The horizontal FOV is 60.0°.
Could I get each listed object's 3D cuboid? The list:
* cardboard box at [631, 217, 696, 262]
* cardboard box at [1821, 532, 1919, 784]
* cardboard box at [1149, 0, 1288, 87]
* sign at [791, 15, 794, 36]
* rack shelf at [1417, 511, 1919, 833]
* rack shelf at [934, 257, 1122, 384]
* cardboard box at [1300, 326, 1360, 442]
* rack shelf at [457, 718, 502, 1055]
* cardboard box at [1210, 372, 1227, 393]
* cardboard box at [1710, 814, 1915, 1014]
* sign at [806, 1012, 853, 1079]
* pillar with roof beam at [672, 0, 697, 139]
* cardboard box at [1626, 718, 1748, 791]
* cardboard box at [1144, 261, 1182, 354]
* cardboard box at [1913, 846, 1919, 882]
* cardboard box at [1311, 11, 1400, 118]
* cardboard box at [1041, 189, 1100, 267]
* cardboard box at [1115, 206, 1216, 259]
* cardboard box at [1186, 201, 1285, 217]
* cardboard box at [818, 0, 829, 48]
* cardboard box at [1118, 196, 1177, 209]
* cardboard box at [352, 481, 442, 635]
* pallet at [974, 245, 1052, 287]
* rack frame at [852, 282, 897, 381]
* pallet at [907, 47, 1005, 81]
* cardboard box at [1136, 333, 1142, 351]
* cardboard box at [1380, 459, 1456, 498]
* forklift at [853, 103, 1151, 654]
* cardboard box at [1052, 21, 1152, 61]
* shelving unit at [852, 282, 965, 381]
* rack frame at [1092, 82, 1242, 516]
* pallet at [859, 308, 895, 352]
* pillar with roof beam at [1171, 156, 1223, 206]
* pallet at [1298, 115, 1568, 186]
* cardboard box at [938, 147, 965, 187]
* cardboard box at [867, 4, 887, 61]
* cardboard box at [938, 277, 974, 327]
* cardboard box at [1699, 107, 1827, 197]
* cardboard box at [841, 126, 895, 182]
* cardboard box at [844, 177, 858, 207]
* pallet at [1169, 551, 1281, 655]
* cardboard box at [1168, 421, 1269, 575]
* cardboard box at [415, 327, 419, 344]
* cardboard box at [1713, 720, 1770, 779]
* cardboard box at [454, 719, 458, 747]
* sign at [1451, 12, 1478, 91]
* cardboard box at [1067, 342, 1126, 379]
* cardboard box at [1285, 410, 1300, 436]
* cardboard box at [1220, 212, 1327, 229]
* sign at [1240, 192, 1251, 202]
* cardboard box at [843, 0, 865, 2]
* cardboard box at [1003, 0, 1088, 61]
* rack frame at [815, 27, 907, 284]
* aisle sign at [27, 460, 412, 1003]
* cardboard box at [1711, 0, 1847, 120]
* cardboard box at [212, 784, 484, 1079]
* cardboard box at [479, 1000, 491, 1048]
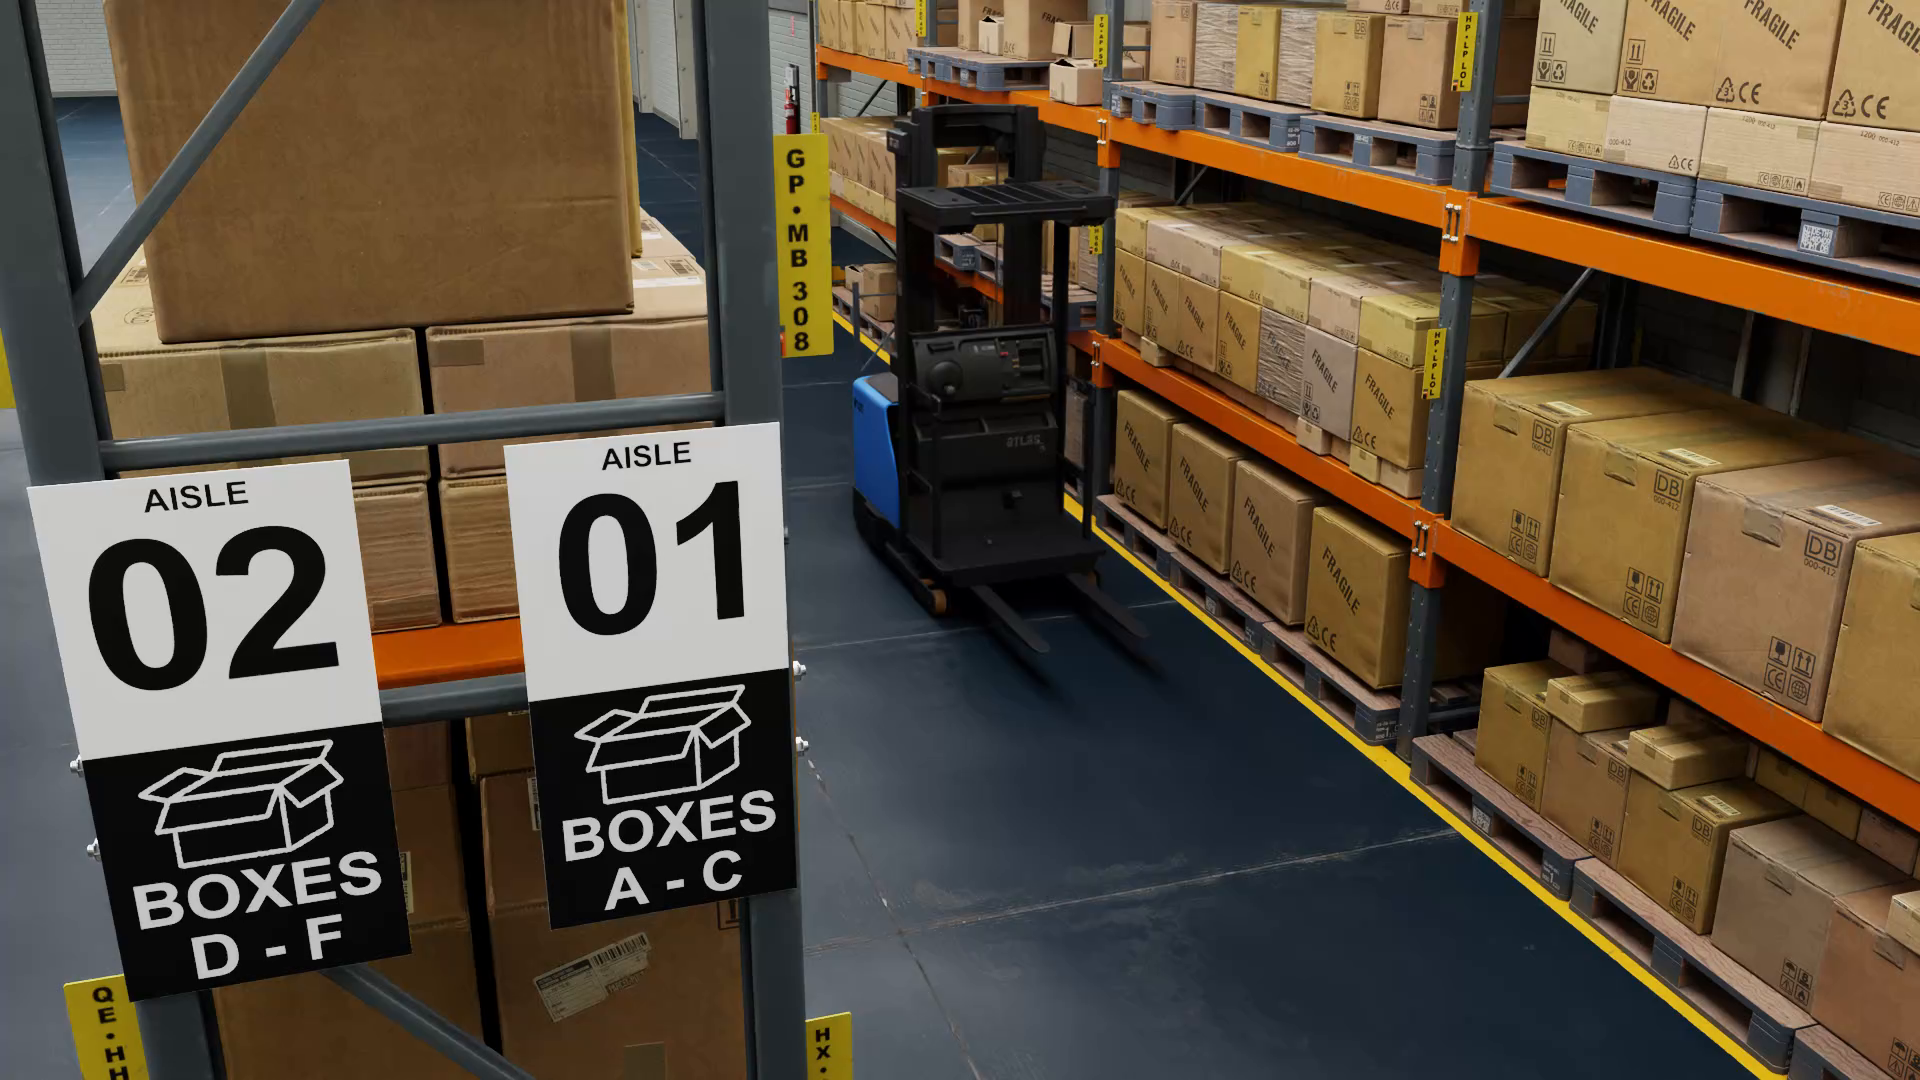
[{"bbox_3d":[-0.819,-0.479,3.358,0.500,0.250,0.500,-6,21,-17],"label":"cardboard box"},{"bbox_3d":[3.538,0.387,5.457,0.980,0.700,0.700,-7,21,-18],"label":"cardboard box"},{"bbox_3d":[1.637,-3.163,10.549,0.700,0.500,0.500,-8,21,-21],"label":"cardboard box"},{"bbox_3d":[-2.575,-7.905,25.558,0.001,0.298,0.199,-6,21,-17],"label":"sign"},{"bbox_3d":[3.319,0.620,6.317,1.077,0.370,4.000,-6,21,-17],"label":"rack shelf"},{"bbox_3d":[0.804,-1.947,13.464,1.077,0.370,4.000,-6,21,-17],"label":"rack shelf"},{"bbox_3d":[2.136,-0.841,8.702,0.500,0.500,0.500,-6,21,-17],"label":"cardboard box"},{"bbox_3d":[-1.383,1.148,4.848,1.077,0.370,4.000,-6,21,-17],"label":"rack shelf"},{"bbox_3d":[1.748,-0.995,10.091,0.380,0.149,0.250,-6,21,-16],"label":"cardboard box"},{"bbox_3d":[3.316,1.366,6.252,0.700,0.500,0.500,-7,21,-19],"label":"cardboard box"},{"bbox_3d":[-0.239,0.986,2.954,0.100,0.325,0.005,-6,21,-17],"label":"sign"},{"bbox_3d":[-9.785,-12.221,32.128,9.100,9.000,0.400,-6,21,-17],"label":"pillar with roof beam"},{"bbox_3d":[2.927,0.861,6.699,0.380,0.149,0.250,-7,21,-19],"label":"cardboard box"},{"bbox_3d":[1.499,-1.488,10.505,0.500,0.500,0.500,-6,21,-15],"label":"cardboard box"},{"bbox_3d":[3.623,1.159,5.870,0.380,0.149,0.250,-6,21,-17],"label":"cardboard box"},{"bbox_3d":[2.282,-2.492,8.681,0.700,0.500,0.500,-7,21,-18],"label":"cardboard box"},{"bbox_3d":[0.863,-2.445,12.988,0.700,0.500,0.500,-6,21,-17],"label":"cardboard box"},{"bbox_3d":[1.340,-2.011,10.851,0.500,0.250,0.500,-6,21,-16],"label":"cardboard box"},{"bbox_3d":[1.822,-2.075,11.030,0.500,0.250,0.500,-6,21,-16],"label":"cardboard box"},{"bbox_3d":[-1.214,-5.545,17.803,0.500,0.500,0.500,-6,21,-16],"label":"cardboard box"},{"bbox_3d":[1.296,-2.311,11.654,0.380,0.149,0.250,-9,22,-24],"label":"cardboard box"},{"bbox_3d":[-1.166,-0.027,2.839,0.500,0.250,0.500,-6,21,-17],"label":"cardboard box"},{"bbox_3d":[0.772,-2.184,13.345,1.003,0.211,1.213,-6,21,-17],"label":"pallet"},{"bbox_3d":[-0.556,-1.220,12.594,0.500,1.500,0.032,-7,21,-19],"label":"rack frame"},{"bbox_3d":[0.269,-4.041,14.071,1.213,0.211,1.003,-6,21,-17],"label":"pallet"},{"bbox_3d":[1.388,-1.323,11.004,0.380,0.149,0.250,-6,21,-16],"label":"cardboard box"},{"bbox_3d":[2.315,-0.330,8.239,0.380,0.149,0.250,-6,21,-17],"label":"cardboard box"},{"bbox_3d":[0.234,-1.074,10.071,1.130,2.935,3.031,-7,21,-19],"label":"forklift"},{"bbox_3d":[1.114,-3.539,12.213,0.797,0.503,0.637,-3,20,-10],"label":"cardboard box"},{"bbox_3d":[-0.382,-1.058,12.145,0.538,1.500,1.048,-7,21,-19],"label":"shelving unit"},{"bbox_3d":[1.433,-1.644,11.556,1.000,3.000,0.127,-6,21,-17],"label":"rack frame"},{"bbox_3d":[-0.456,-2.219,17.282,1.003,0.211,1.213,-6,21,-17],"label":"pallet"},{"bbox_3d":[-2.241,-4.519,10.685,9.100,9.000,0.400,-6,21,-17],"label":"pillar with roof beam"},{"bbox_3d":[2.355,-1.971,8.312,0.805,0.209,1.217,-7,21,-19],"label":"pallet"},{"bbox_3d":[-0.266,-3.338,15.356,0.500,0.500,0.500,-6,21,-17],"label":"cardboard box"},{"bbox_3d":[-0.575,-4.869,15.920,0.500,0.500,0.500,-7,21,-19],"label":"cardboard box"},{"bbox_3d":[-0.188,-2.287,16.393,0.500,0.500,0.500,-8,21,-21],"label":"cardboard box"},{"bbox_3d":[2.972,-1.367,5.801,0.500,0.250,0.500,-7,21,-19],"label":"cardboard box"},{"bbox_3d":[-0.914,-3.992,17.175,0.500,0.500,0.500,-7,21,-19],"label":"cardboard box"},{"bbox_3d":[-0.898,-3.630,17.279,0.500,0.250,0.500,-7,21,-18],"label":"cardboard box"},{"bbox_3d":[1.989,0.320,10.212,1.003,0.211,1.213,-6,21,-17],"label":"pallet"},{"bbox_3d":[1.809,-0.298,10.368,0.750,0.750,0.750,-6,21,-17],"label":"cardboard box"},{"bbox_3d":[-1.468,-0.584,3.651,0.500,0.250,0.500,-6,21,-17],"label":"cardboard box"},{"bbox_3d":[3.300,0.831,6.782,0.380,0.149,0.250,-6,21,-17],"label":"cardboard box"},{"bbox_3d":[-1.791,0.638,5.056,0.500,0.500,0.500,-6,21,-17],"label":"cardboard box"},{"bbox_3d":[2.178,-2.103,7.165,0.100,0.325,0.005,-6,21,-17],"label":"sign"},{"bbox_3d":[1.038,-1.442,12.933,0.500,0.250,0.500,-6,21,-16],"label":"cardboard box"},{"bbox_3d":[2.022,-0.660,9.159,0.380,0.149,0.250,-6,21,-17],"label":"cardboard box"},{"bbox_3d":[1.981,-1.909,10.566,0.500,0.250,0.500,-7,21,-19],"label":"cardboard box"},{"bbox_3d":[1.959,-2.249,11.527,0.100,0.325,0.005,-6,21,-17],"label":"sign"},{"bbox_3d":[-0.910,-5.671,16.673,0.500,0.500,0.500,-6,21,-16],"label":"cardboard box"},{"bbox_3d":[0.659,-4.004,12.921,0.500,0.500,0.500,-7,21,-19],"label":"cardboard box"},{"bbox_3d":[-1.081,-4.211,18.703,1.000,3.000,0.127,-6,21,-17],"label":"rack frame"},{"bbox_3d":[-1.023,0.282,2.349,0.394,0.787,0.004,-6,21,-17],"label":"aisle sign"},{"bbox_3d":[2.976,-1.718,5.669,0.500,0.500,0.500,-6,21,-17],"label":"cardboard box"},{"bbox_3d":[-1.155,0.820,3.070,0.500,0.500,0.500,-7,21,-18],"label":"cardboard box"},{"bbox_3d":[-1.153,1.289,3.242,0.500,0.500,0.500,-6,21,-16],"label":"cardboard box"}]
